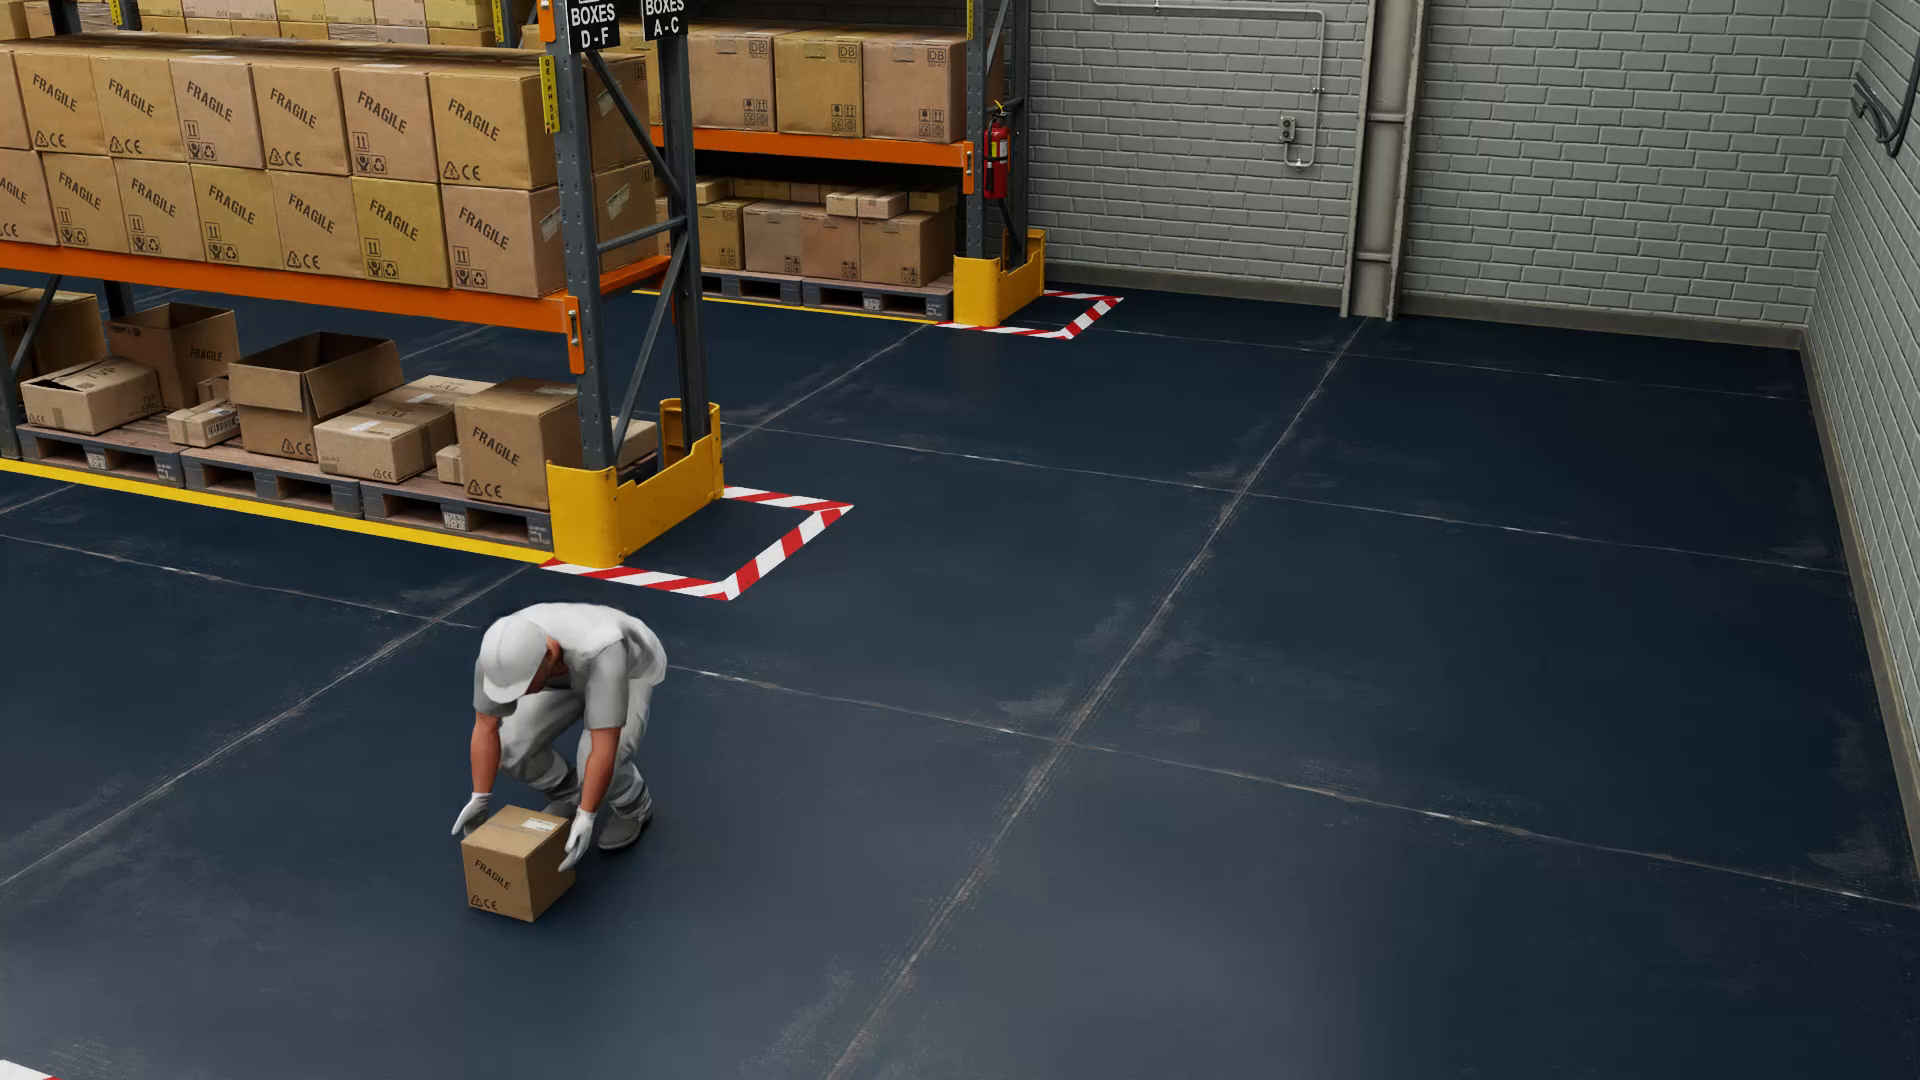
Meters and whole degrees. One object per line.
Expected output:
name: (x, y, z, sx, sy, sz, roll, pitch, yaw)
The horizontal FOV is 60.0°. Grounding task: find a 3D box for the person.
person: (-1.304, 0.594, 5.629, 0.577, 1.017, 0.874, 9, 24, 20)
